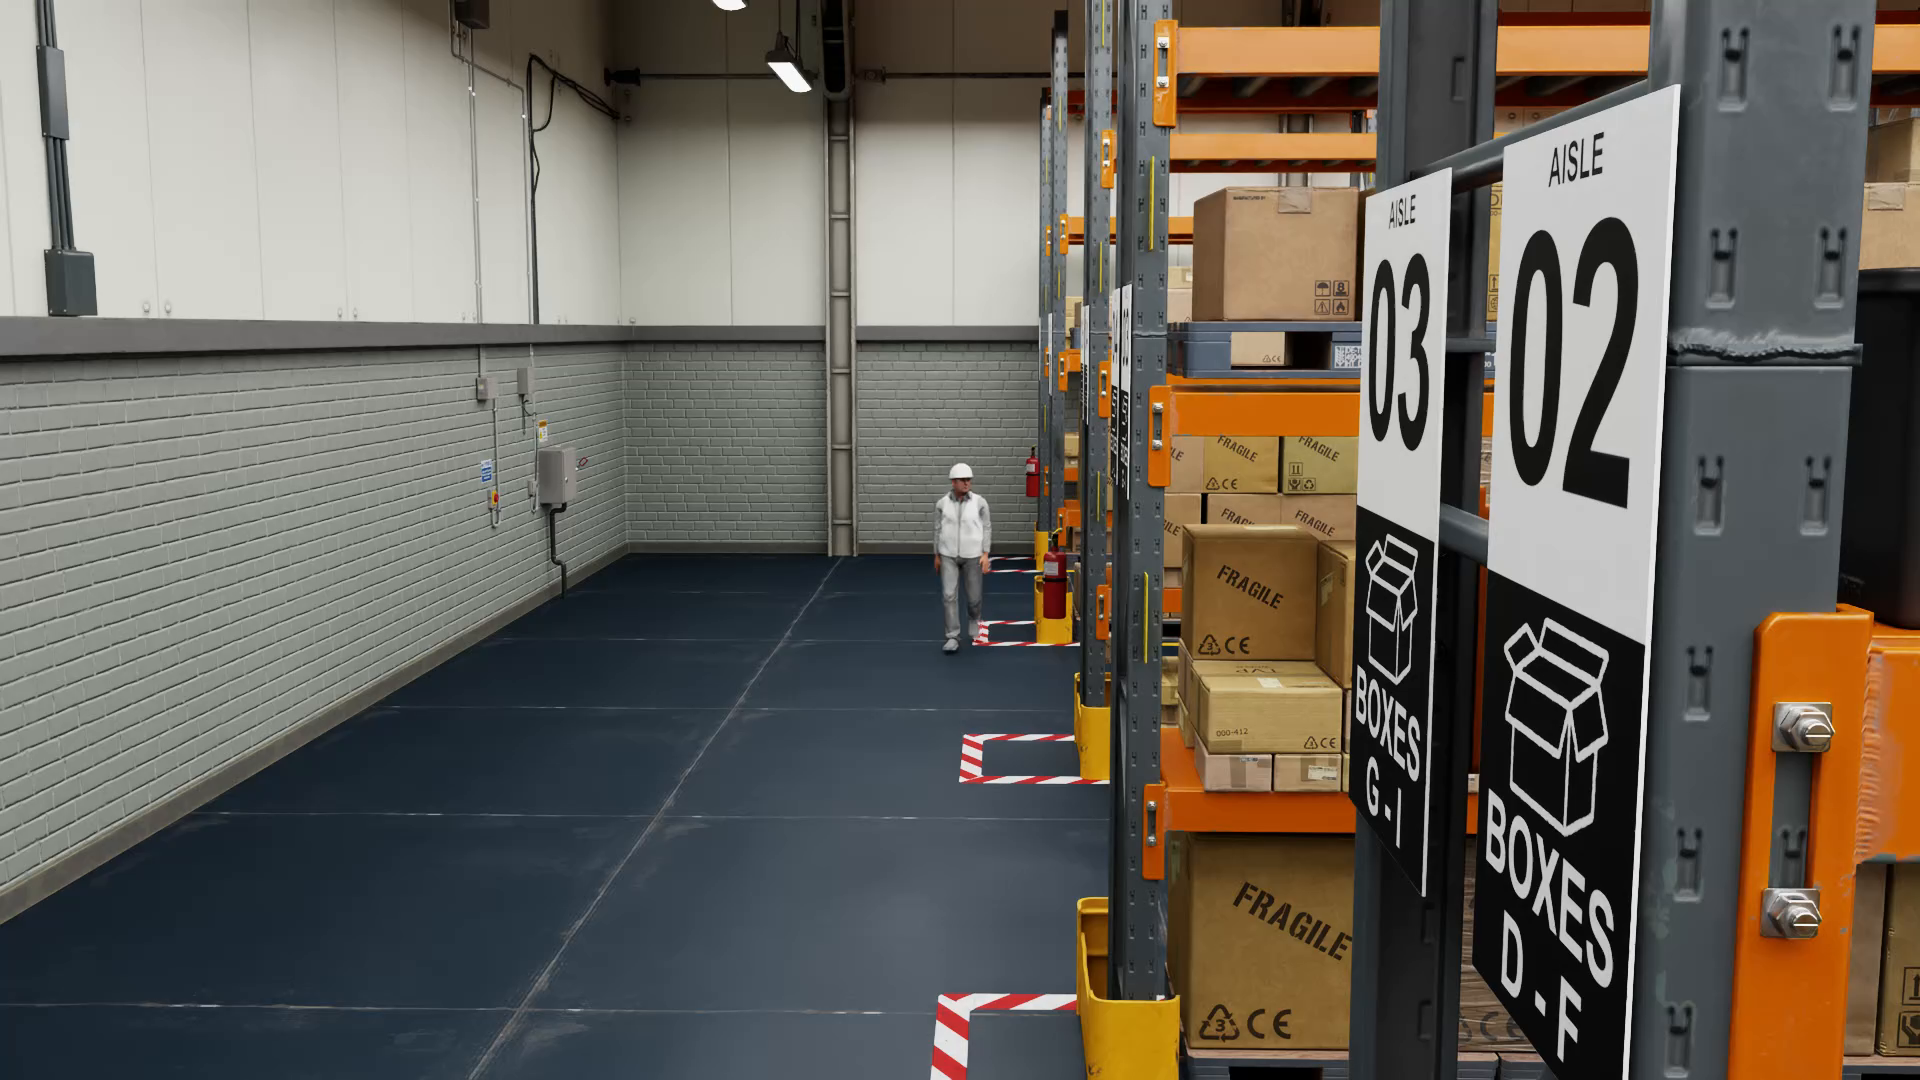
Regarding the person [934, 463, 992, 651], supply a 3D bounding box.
[{"bbox_3d":[0.018,0.145,15.887,0.561,1.754,0.753,1,7,9],"label":"person"}]
